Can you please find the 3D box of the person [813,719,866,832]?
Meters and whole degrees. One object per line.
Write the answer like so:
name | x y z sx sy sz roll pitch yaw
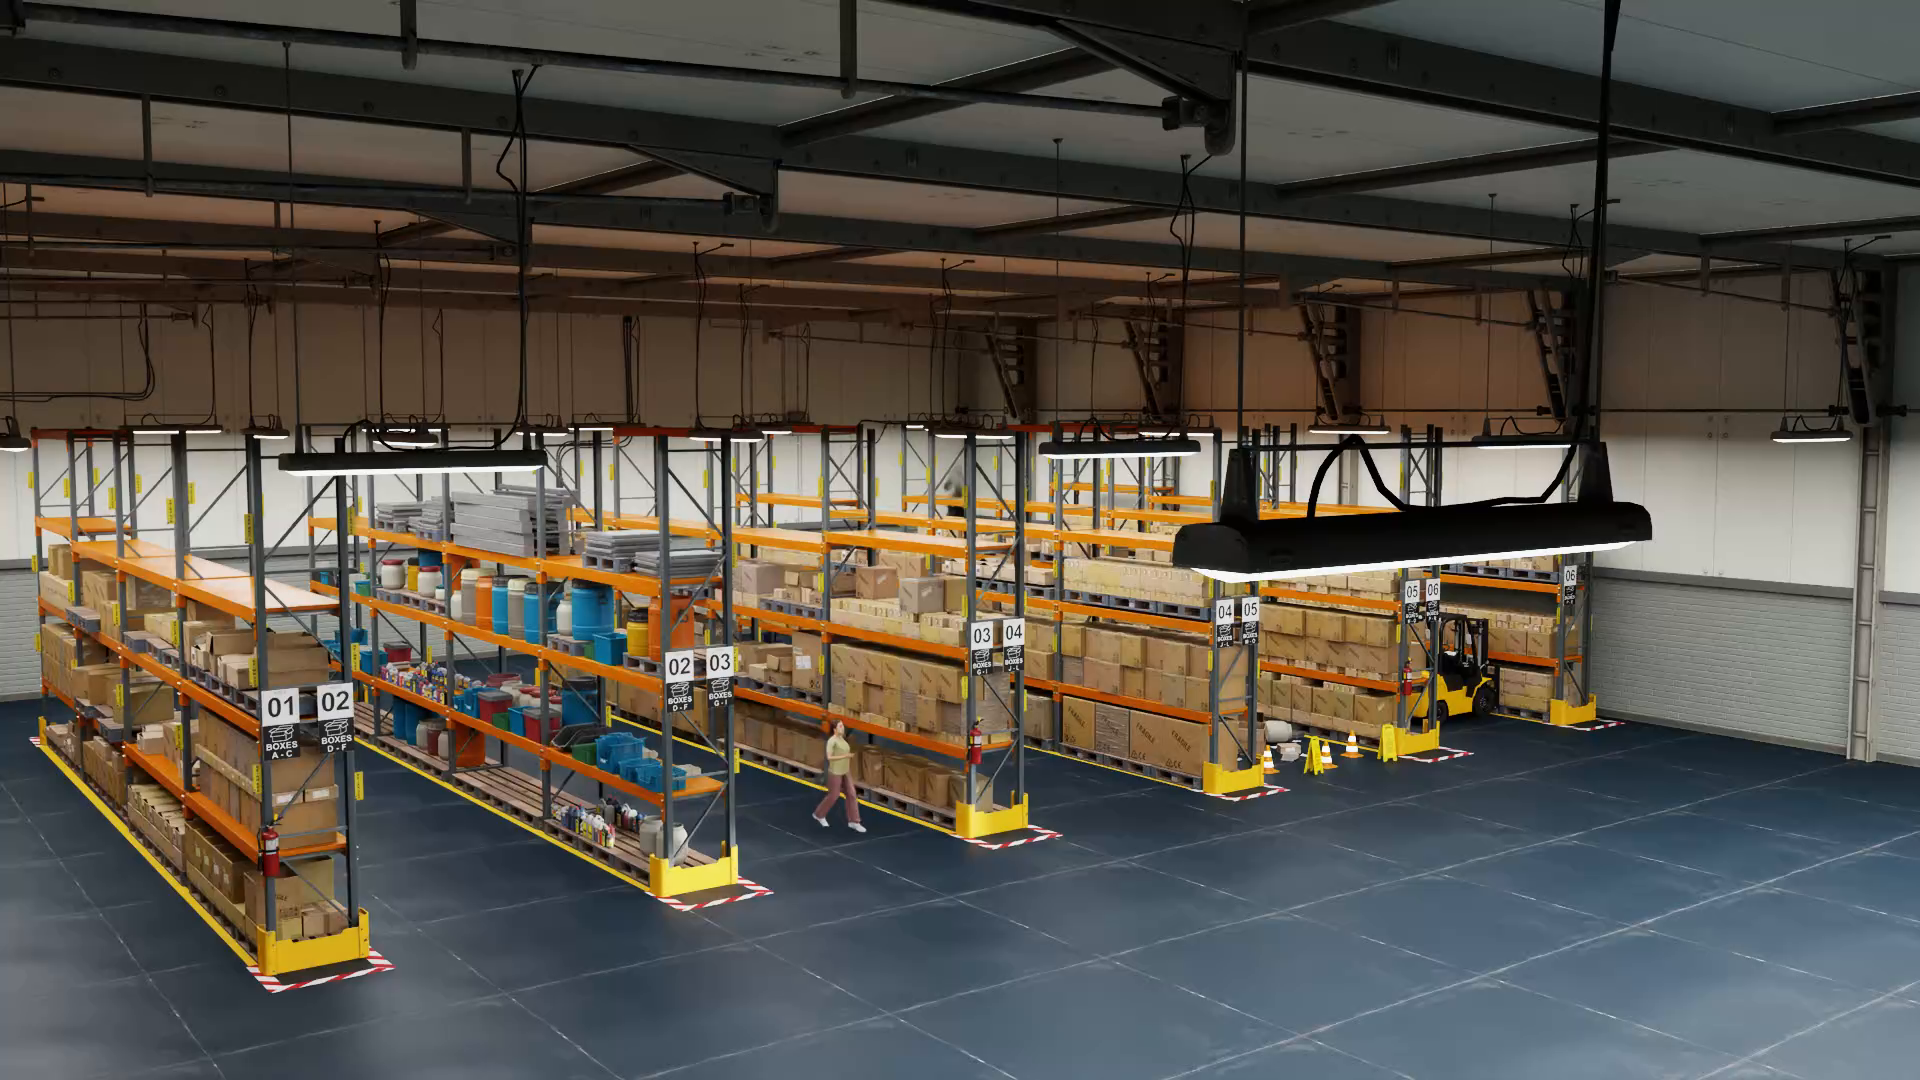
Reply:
person | -1.821 3.513 24.923 0.884 1.685 0.569 2 5 28

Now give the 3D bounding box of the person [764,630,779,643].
person | -4.770 2.236 41.999 0.914 1.598 0.640 1 5 16
